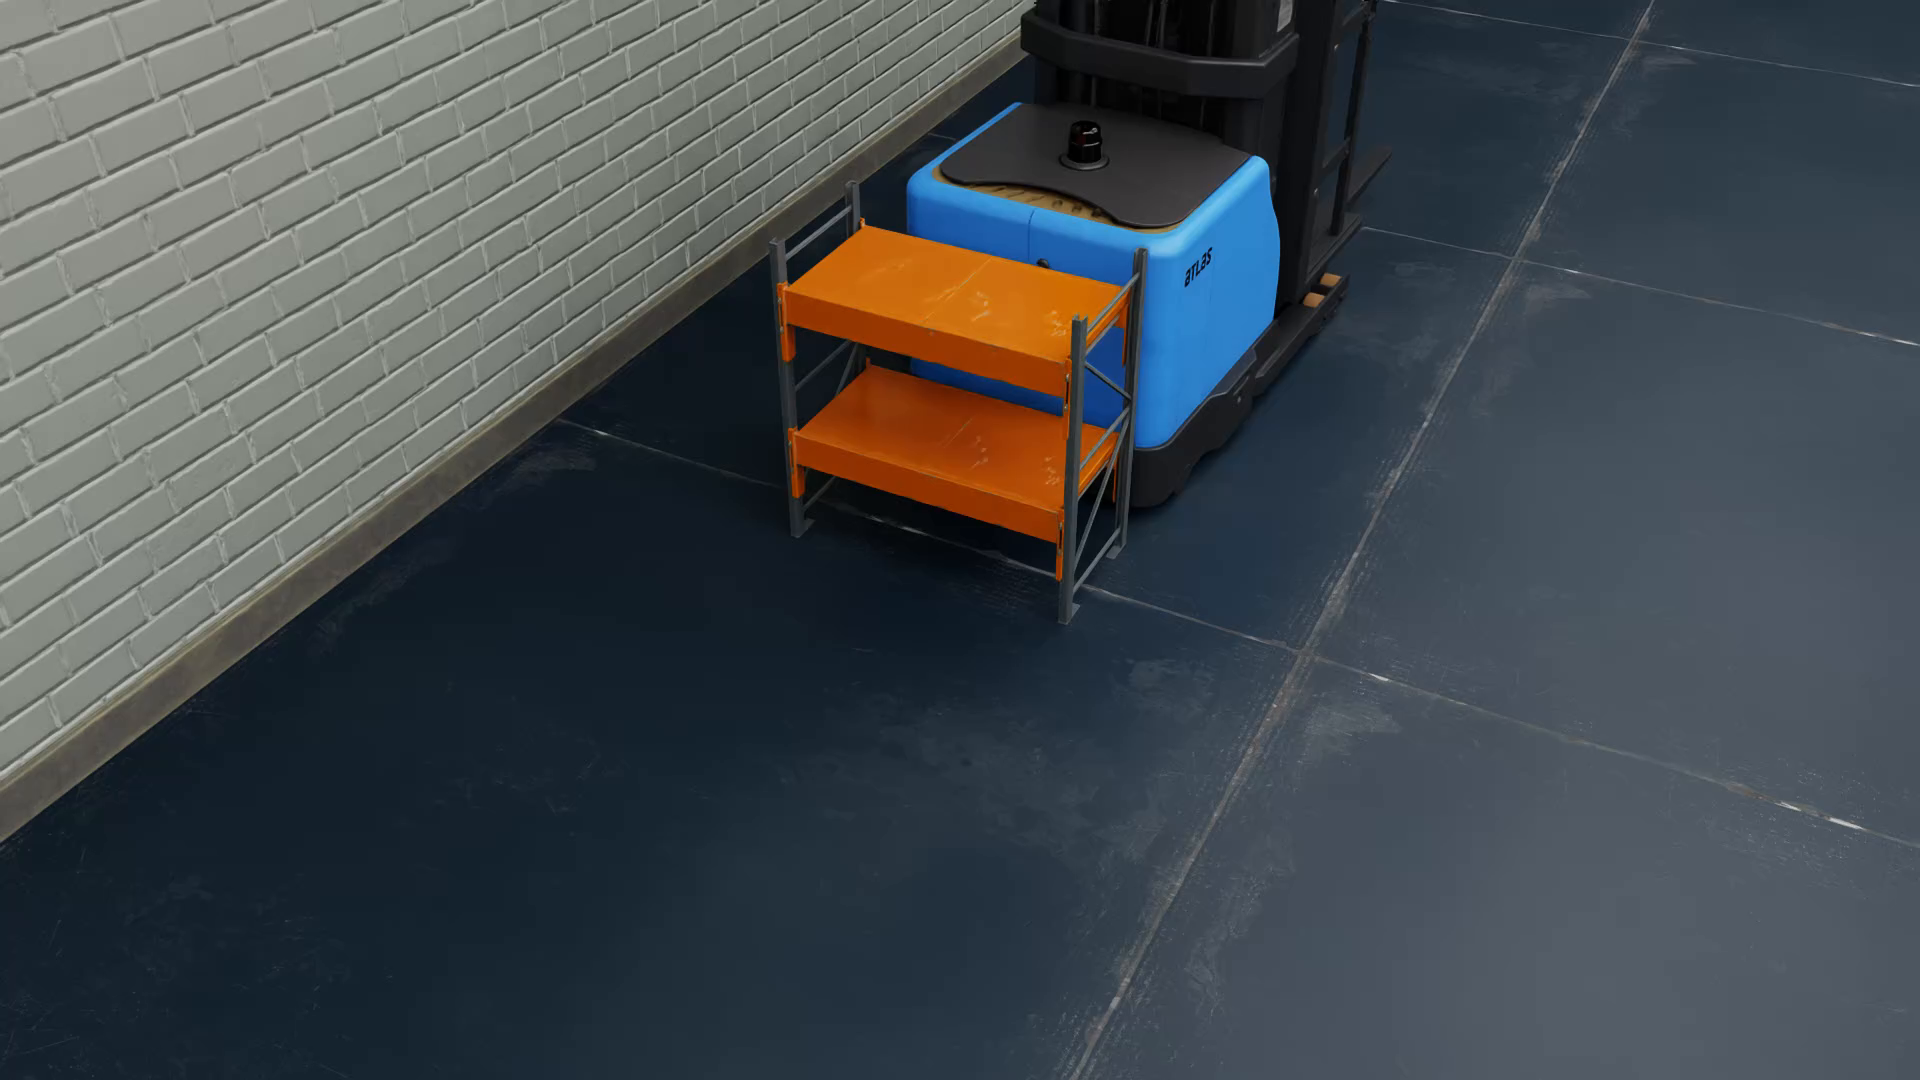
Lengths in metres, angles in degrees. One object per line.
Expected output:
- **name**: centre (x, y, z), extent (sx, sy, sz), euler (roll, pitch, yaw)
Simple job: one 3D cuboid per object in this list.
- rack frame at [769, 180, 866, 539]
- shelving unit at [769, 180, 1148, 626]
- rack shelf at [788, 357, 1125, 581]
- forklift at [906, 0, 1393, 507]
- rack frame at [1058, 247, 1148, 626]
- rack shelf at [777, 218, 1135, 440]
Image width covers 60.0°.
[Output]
- **rack frame**: centre (-0.457, -0.591, 5.599), extent (0.032, 1.125, 0.500), euler (17, 41, 21)
- **shelving unit**: centre (-0.006, -0.450, 5.412), extent (1.048, 1.125, 0.538), euler (17, 41, 21)
- **rack shelf**: centre (-0.006, -0.255, 5.560), extent (1.000, 0.278, 0.538), euler (17, 41, 21)
- **forklift**: centre (0.981, -2.149, 6.157), extent (1.130, 2.935, 3.031), euler (19, 41, 24)
- **rack frame**: centre (0.445, -0.309, 5.226), extent (0.032, 1.125, 0.500), euler (17, 41, 21)
- **rack shelf**: centre (-0.006, -0.683, 5.235), extent (1.000, 0.278, 0.538), euler (17, 41, 21)
